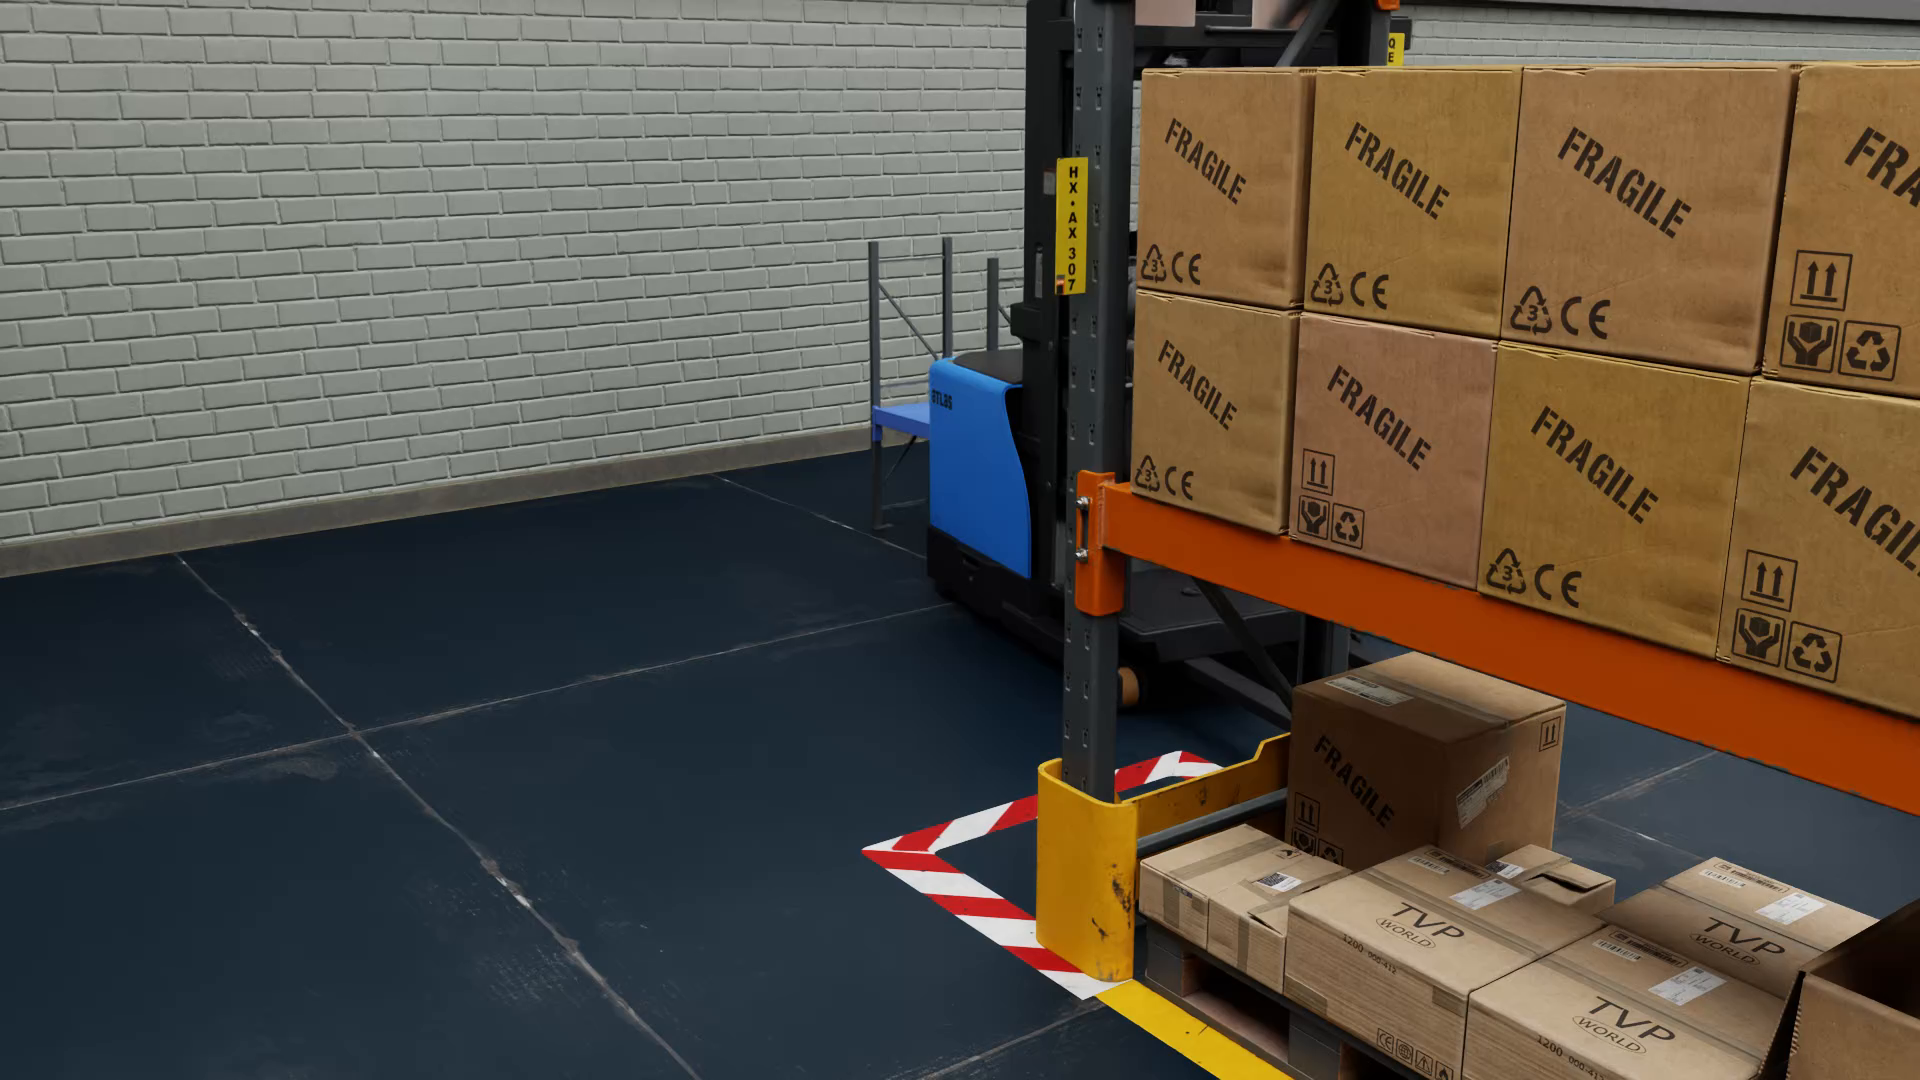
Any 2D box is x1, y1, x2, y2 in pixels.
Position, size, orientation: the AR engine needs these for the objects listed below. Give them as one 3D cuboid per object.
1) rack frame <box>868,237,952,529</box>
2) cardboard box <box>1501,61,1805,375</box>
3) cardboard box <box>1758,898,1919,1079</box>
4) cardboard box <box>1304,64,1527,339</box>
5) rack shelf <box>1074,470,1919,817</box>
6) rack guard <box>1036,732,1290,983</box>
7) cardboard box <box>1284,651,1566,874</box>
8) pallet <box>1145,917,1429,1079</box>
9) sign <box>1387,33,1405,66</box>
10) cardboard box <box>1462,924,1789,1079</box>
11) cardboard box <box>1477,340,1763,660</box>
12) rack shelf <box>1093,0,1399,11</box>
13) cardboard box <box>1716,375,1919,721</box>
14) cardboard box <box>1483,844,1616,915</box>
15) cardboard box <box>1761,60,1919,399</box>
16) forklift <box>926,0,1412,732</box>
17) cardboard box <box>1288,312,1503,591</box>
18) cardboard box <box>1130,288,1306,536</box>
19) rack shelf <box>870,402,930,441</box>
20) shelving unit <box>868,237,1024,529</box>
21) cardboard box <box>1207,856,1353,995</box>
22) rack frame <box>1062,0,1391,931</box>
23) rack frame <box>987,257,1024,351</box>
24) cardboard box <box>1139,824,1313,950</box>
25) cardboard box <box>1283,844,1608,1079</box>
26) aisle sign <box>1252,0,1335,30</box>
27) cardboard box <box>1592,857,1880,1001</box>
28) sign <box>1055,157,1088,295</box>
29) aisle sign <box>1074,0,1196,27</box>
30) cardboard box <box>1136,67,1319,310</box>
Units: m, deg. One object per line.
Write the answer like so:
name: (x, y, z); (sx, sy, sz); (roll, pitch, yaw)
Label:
rack frame: (-0.252, -0.821, 8.735); (0.500, 1.500, 0.032); (-11, 19, -34)
cardboard box: (1.363, -0.603, 3.013); (0.500, 0.500, 0.500); (-11, 19, -34)
cardboard box: (1.955, 1.020, 3.064); (0.797, 0.503, 0.637); (-11, 19, -35)
cardboard box: (1.073, -0.710, 3.406); (0.500, 0.500, 0.500); (-11, 19, -34)
rack shelf: (1.888, 0.348, 2.985); (1.077, 0.370, 4.000); (-11, 19, -35)
rack guard: (0.756, 0.796, 4.721); (1.175, 0.500, 0.348); (-11, 19, -35)
cardboard box: (1.231, 0.645, 4.438); (0.500, 0.500, 0.500); (-11, 19, -35)
pallet: (1.226, 1.105, 4.138); (1.003, 0.211, 1.213); (-11, 19, -35)
sign: (1.173, -1.219, 4.555); (0.100, 0.325, 0.005); (-11, 19, -35)
cardboard box: (1.390, 1.062, 3.390); (0.500, 0.250, 0.500); (-11, 19, -35)
cardboard box: (1.360, -0.122, 3.149); (0.500, 0.500, 0.500); (-11, 19, -35)
rack shelf: (1.888, -1.099, 2.589); (1.077, 0.370, 4.000); (-11, 19, -35)
cardboard box: (1.652, -0.015, 2.758); (0.500, 0.500, 0.500); (-11, 19, -34)
cardboard box: (1.396, 0.907, 4.115); (0.380, 0.166, 0.250); (-11, 19, -35)
cardboard box: (1.663, -0.494, 2.617); (0.500, 0.500, 0.500); (-11, 19, -35)
forklift: (0.933, -0.903, 6.324); (1.130, 2.935, 3.031); (-7, 17, -24)
cardboard box: (1.067, -0.229, 3.542); (0.500, 0.500, 0.500); (-11, 19, -35)
cardboard box: (0.759, -0.339, 3.942); (0.500, 0.500, 0.500); (-10, 18, -33)
rack shelf: (0.042, -0.538, 8.383); (0.538, 0.185, 1.000); (-11, 19, -34)
shelving unit: (0.042, -0.712, 8.335); (0.538, 1.500, 1.048); (-11, 19, -34)
cardboard box: (0.827, 0.924, 4.050); (0.380, 0.166, 0.250); (-11, 19, -35)
rack frame: (0.712, -0.426, 4.451); (1.000, 3.000, 0.127); (-11, 19, -35)
rack frame: (0.337, -0.602, 7.936); (0.500, 1.500, 0.032); (-11, 19, -34)
cardboard box: (0.680, 0.880, 4.247); (0.380, 0.149, 0.250); (-11, 19, -35)
cardboard box: (1.096, 0.955, 3.780); (0.500, 0.250, 0.500); (-11, 19, -35)
aisle sign: (0.919, -1.742, 4.334); (0.394, 0.787, 0.004); (-11, 19, -35)
cardboard box: (1.765, 0.973, 3.713); (0.500, 0.250, 0.500); (-11, 19, -35)
sign: (0.273, -0.759, 4.028); (0.100, 0.325, 0.005); (-11, 19, -35)
aisle sign: (0.434, -1.649, 3.994); (0.394, 0.787, 0.004); (-11, 19, -35)
cardboard box: (0.759, -0.821, 3.810); (0.500, 0.500, 0.500); (-10, 18, -33)
